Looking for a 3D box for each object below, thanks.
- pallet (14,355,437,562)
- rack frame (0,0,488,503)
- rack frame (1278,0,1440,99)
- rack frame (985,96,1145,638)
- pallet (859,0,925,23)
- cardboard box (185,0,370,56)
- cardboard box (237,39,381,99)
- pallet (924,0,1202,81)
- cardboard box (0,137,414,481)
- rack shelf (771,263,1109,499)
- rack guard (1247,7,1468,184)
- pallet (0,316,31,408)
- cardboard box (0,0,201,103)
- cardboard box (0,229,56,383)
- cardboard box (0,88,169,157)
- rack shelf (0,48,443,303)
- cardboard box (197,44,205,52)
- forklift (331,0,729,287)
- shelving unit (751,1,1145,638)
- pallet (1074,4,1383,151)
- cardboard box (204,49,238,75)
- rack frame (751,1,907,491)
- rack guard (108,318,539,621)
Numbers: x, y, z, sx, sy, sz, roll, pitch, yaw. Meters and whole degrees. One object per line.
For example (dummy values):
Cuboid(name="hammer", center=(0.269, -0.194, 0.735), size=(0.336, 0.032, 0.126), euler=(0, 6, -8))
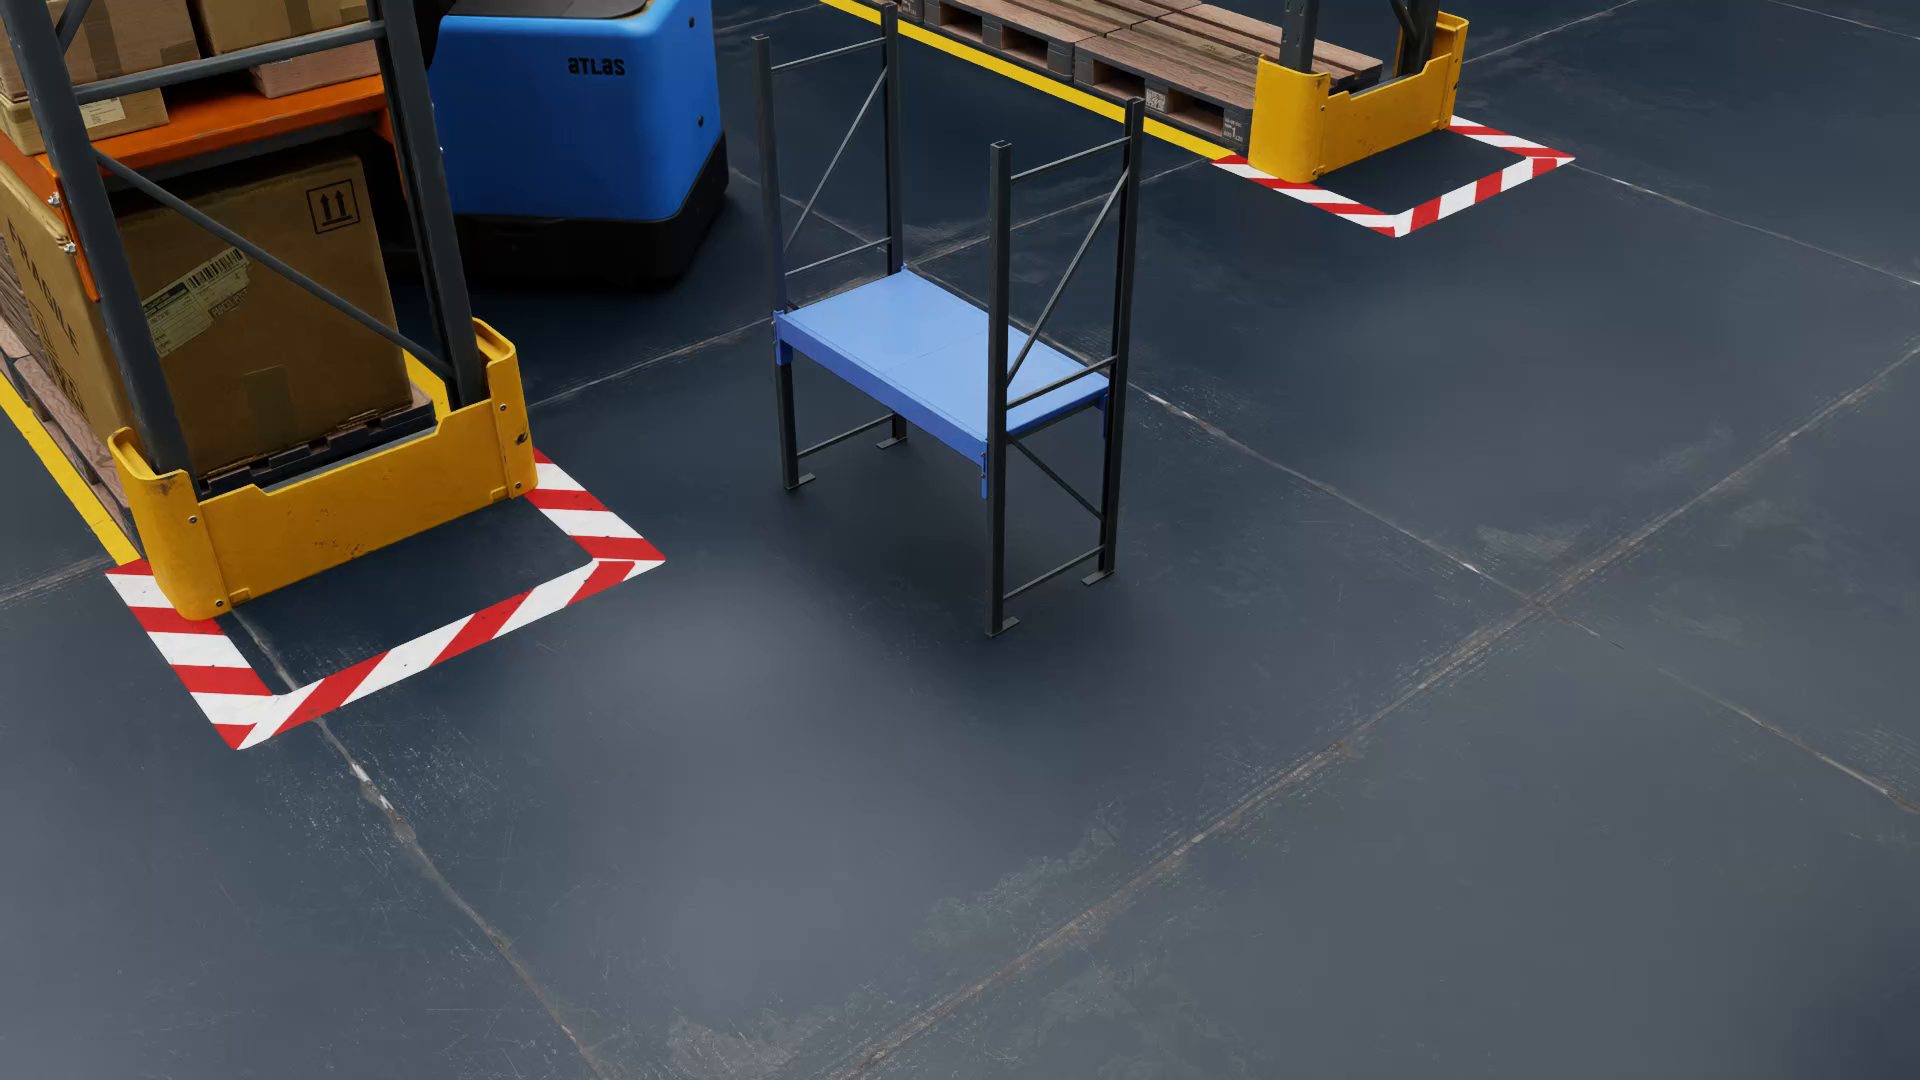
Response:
Cuboid(name="pallet", center=(-2.520, -0.459, 5.715), size=(1.003, 0.211, 1.213), euler=(-26, 43, -32))
Cuboid(name="rack frame", center=(-1.944, -1.273, 4.452), size=(1.000, 3.000, 0.127), euler=(-26, 43, -32))
Cuboid(name="rack frame", center=(1.839, -3.120, 7.060), size=(1.000, 3.000, 0.127), euler=(-26, 43, -32))
Cuboid(name="rack frame", center=(0.273, -0.425, 4.553), size=(0.500, 1.500, 0.032), euler=(-26, 43, -32))
Cuboid(name="pallet", center=(-0.238, -3.438, 9.922), size=(1.003, 0.211, 1.213), euler=(-26, 43, -32))
Cuboid(name="cardboard box", center=(-2.048, -1.646, 4.851), size=(0.500, 0.250, 0.500), euler=(-27, 43, -33))
Cuboid(name="cardboard box", center=(-1.921, -1.450, 4.920), size=(0.380, 0.149, 0.250), euler=(-25, 43, -31))
Cuboid(name="pallet", center=(0.554, -2.899, 9.161), size=(1.003, 0.211, 1.213), euler=(-26, 43, -32))
Cuboid(name="cardboard box", center=(-2.418, -0.830, 5.302), size=(0.875, 0.875, 0.875), euler=(-26, 43, -32))
Cuboid(name="rack shelf", center=(-0.055, -0.503, 4.974), size=(0.538, 0.185, 1.000), euler=(-26, 43, -32))
Cuboid(name="rack guard", center=(1.865, -2.094, 7.775), size=(1.175, 0.500, 0.348), euler=(-26, 43, -32))
Cuboid(name="pallet", center=(-3.303, -0.997, 6.475), size=(1.003, 0.211, 1.213), euler=(-26, 43, -32))
Cuboid(name="cardboard box", center=(-2.460, -1.448, 4.572), size=(0.500, 0.250, 0.500), euler=(-27, 43, -32))
Cuboid(name="cardboard box", center=(-3.006, -1.232, 5.869), size=(0.875, 0.875, 0.875), euler=(-26, 43, -32))
Cuboid(name="cardboard box", center=(-2.426, -1.205, 4.573), size=(0.380, 0.149, 0.250), euler=(-25, 42, -31))
Cuboid(name="rack shelf", center=(-3.235, -1.862, 5.907), size=(1.077, 0.370, 4.000), euler=(-26, 43, -32))
Cuboid(name="cardboard box", center=(-2.253, -1.676, 5.238), size=(0.380, 0.149, 0.250), euler=(-27, 43, -33))
Cuboid(name="forklift", center=(-2.570, -2.551, 6.316), size=(3.031, 2.935, 1.130), euler=(3, 35, 4))
Cuboid(name="shelving unit", center=(-0.055, -0.650, 4.870), size=(0.538, 1.500, 1.048), euler=(-26, 43, -32))
Cuboid(name="pallet", center=(1.337, -2.361, 8.401), size=(1.003, 0.211, 1.213), euler=(-26, 43, -32))
Cuboid(name="cardboard box", center=(-2.088, -1.563, 5.079), size=(0.380, 0.149, 0.250), euler=(-27, 43, -32))
Cuboid(name="rack frame", center=(-0.383, -0.874, 5.187), size=(0.500, 1.500, 0.032), euler=(-26, 43, -32))
Cuboid(name="rack guard", center=(-1.929, -0.242, 5.160), size=(1.175, 0.500, 0.348), euler=(-26, 43, -32))
